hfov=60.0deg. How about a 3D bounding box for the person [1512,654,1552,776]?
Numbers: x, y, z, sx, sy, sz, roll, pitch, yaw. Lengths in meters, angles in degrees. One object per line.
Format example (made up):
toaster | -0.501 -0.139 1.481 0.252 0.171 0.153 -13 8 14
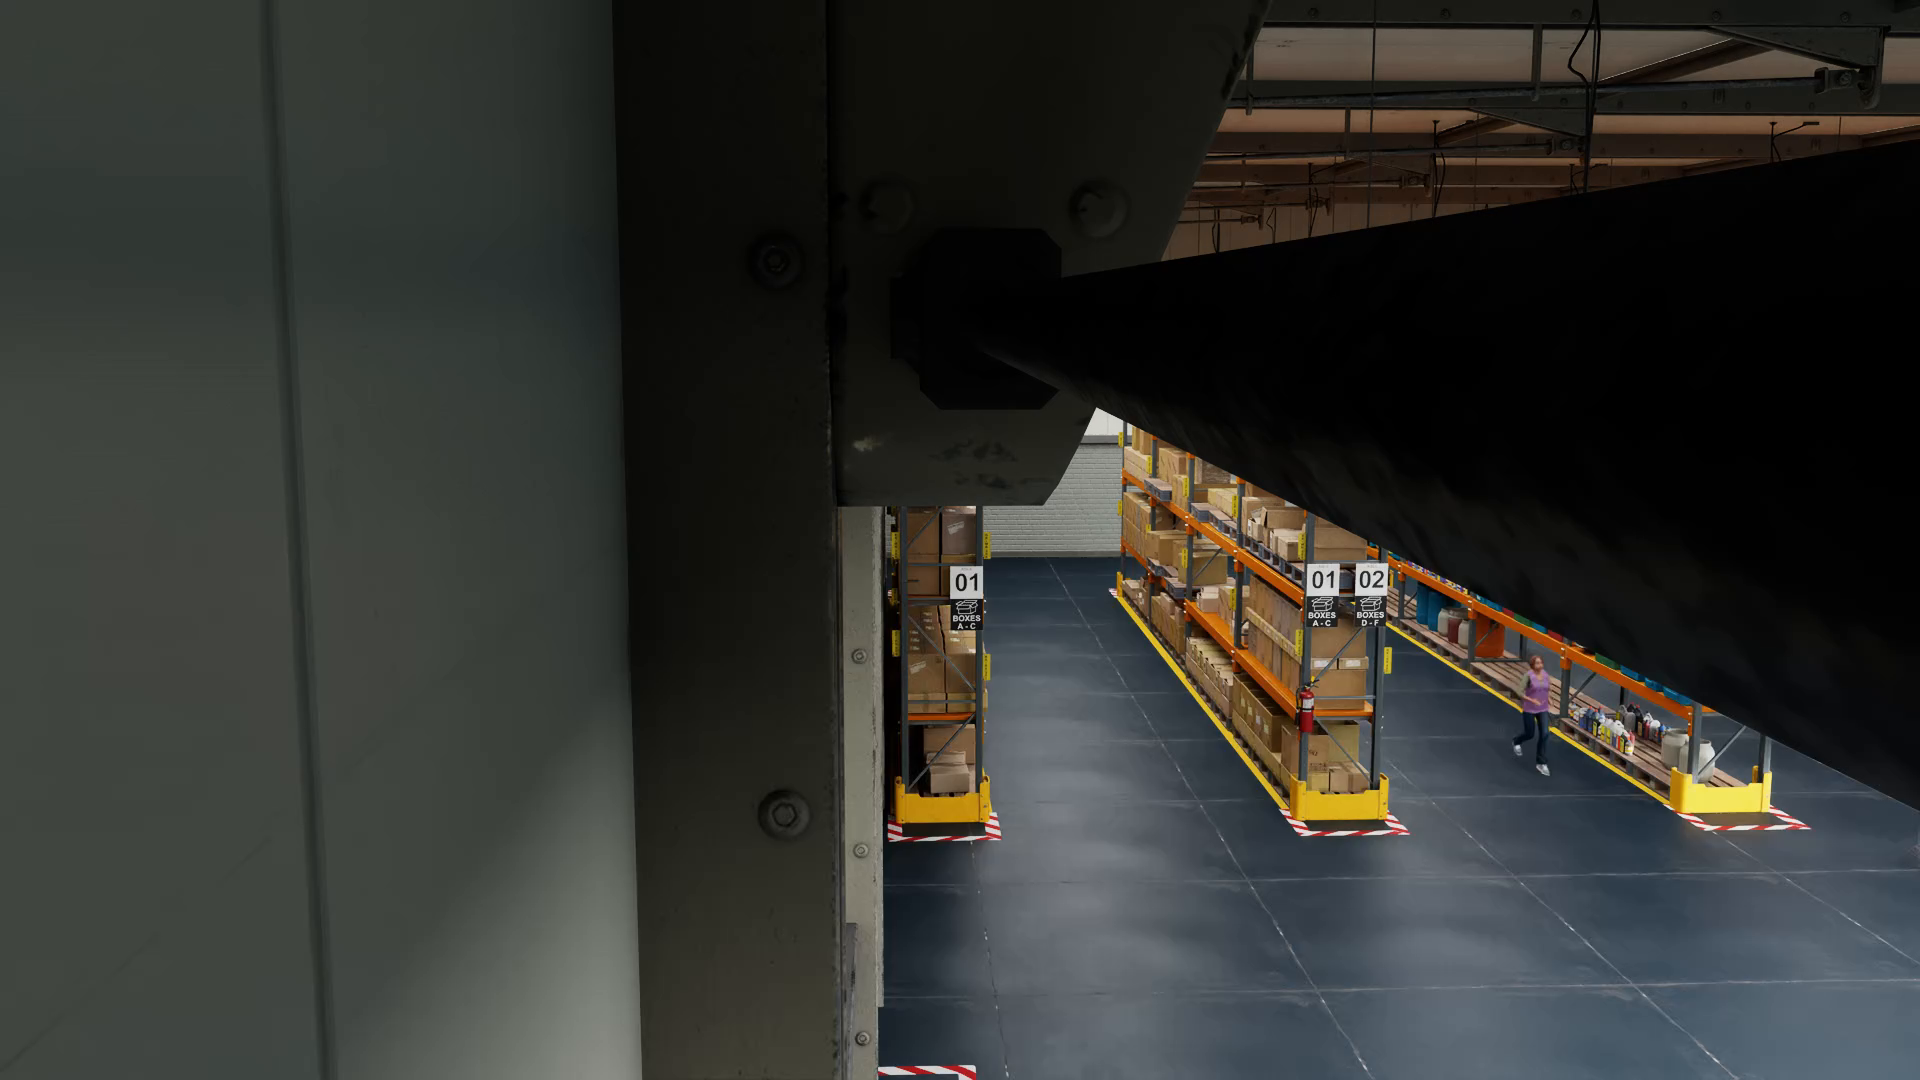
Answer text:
person | 7.882 2.354 22.796 0.553 1.597 0.849 -1 8 -9
